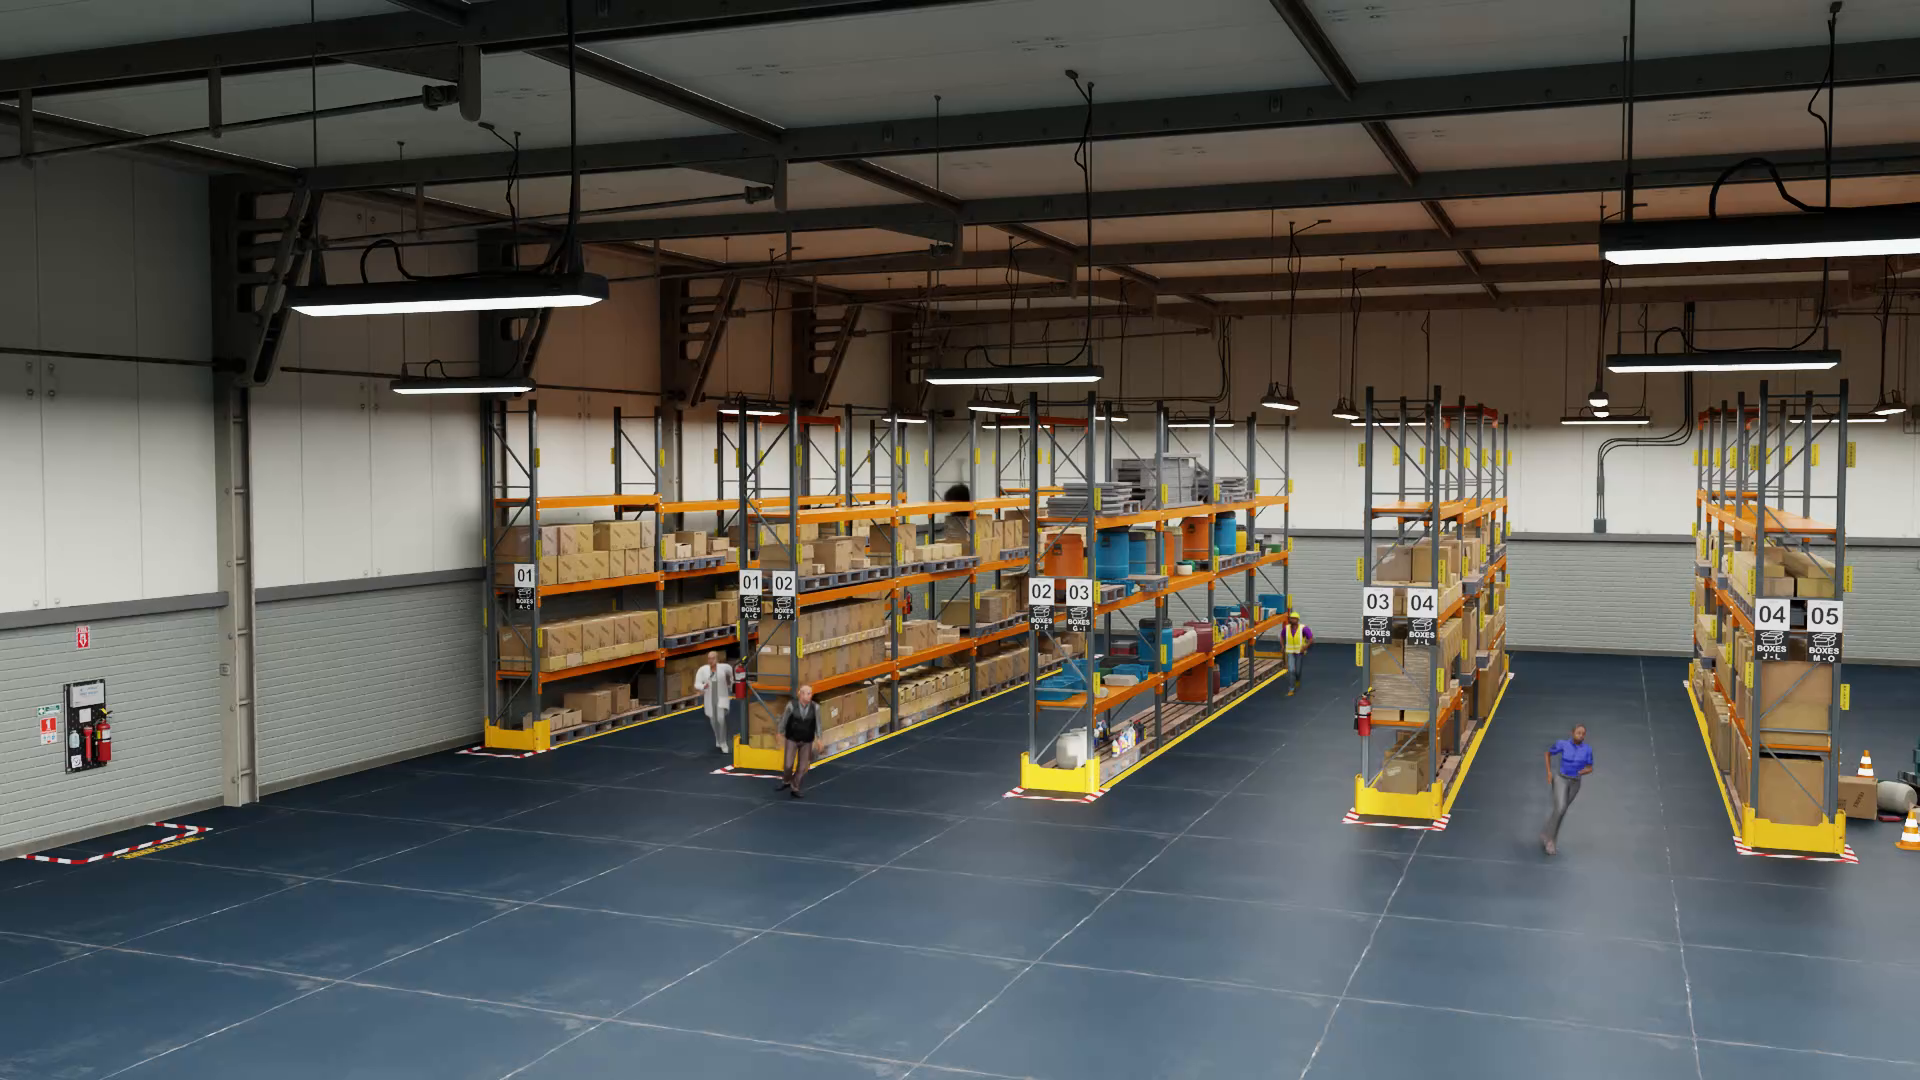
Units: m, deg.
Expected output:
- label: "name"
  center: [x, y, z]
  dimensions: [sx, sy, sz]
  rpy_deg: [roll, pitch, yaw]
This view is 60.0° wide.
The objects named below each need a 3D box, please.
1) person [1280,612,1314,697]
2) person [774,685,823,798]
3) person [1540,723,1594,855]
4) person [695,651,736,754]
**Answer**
- label: "person"
  center: [7.104, 2.397, 35.110]
  dimensions: [0.710, 1.775, 0.811]
  rpy_deg: [1, 3, 18]
- label: "person"
  center: [-2.378, 2.958, 24.478]
  dimensions: [0.692, 1.685, 0.540]
  rpy_deg: [-1, 3, -16]
- label: "person"
  center: [7.696, 3.135, 21.217]
  dimensions: [0.683, 1.606, 0.780]
  rpy_deg: [0, 3, -5]
- label: "person"
  center: [-4.145, 2.739, 28.255]
  dimensions: [0.641, 1.728, 1.029]
  rpy_deg: [0, 3, 6]
